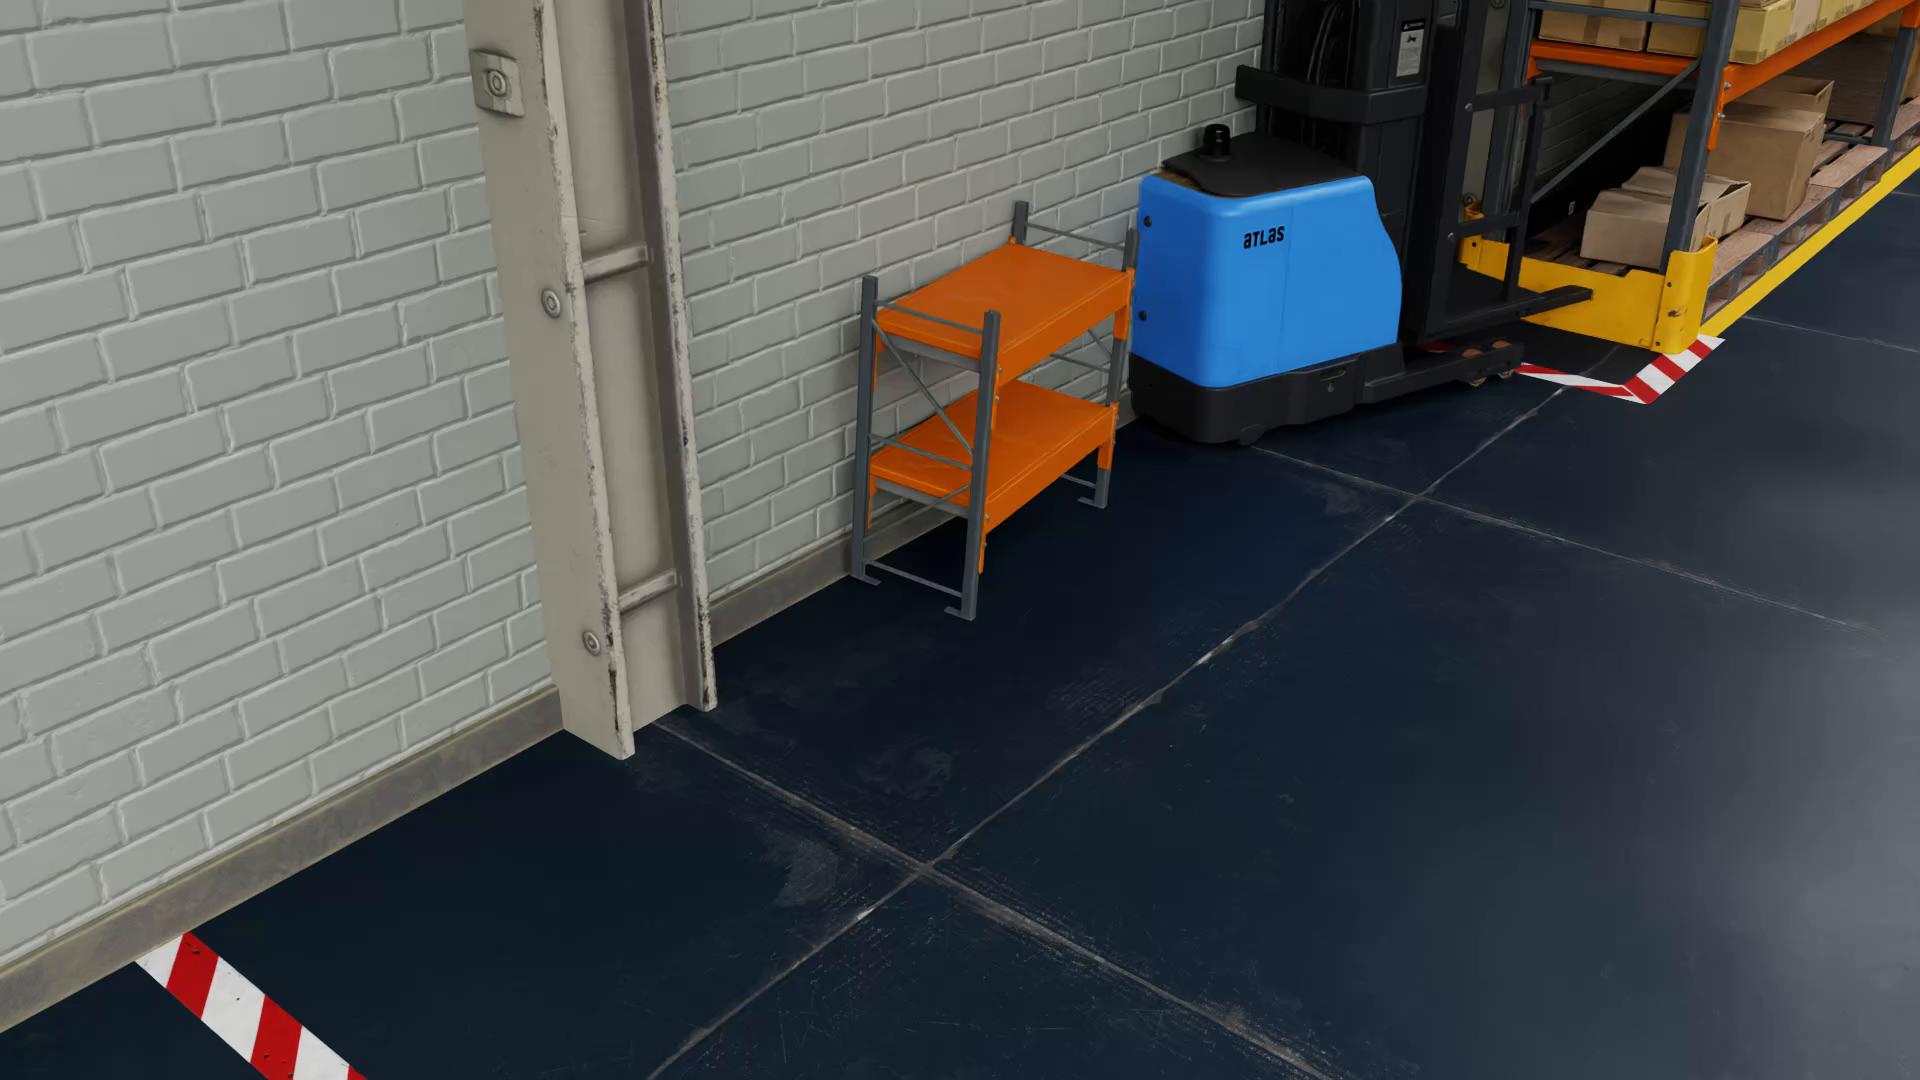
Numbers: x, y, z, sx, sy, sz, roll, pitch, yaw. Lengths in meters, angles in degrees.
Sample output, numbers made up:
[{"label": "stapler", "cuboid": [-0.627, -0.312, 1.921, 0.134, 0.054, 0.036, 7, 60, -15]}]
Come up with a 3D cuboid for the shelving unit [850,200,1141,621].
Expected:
[{"label": "shelving unit", "cuboid": [0.129, -0.490, 5.934, 0.538, 1.125, 1.048, 19, 33, 25]}]

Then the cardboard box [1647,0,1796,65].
[{"label": "cardboard box", "cuboid": [3.589, -2.436, 7.836, 0.500, 0.250, 0.500, 20, 33, 33]}]

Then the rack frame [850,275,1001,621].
[{"label": "rack frame", "cuboid": [-0.131, -0.290, 5.546, 0.500, 1.125, 0.032, 19, 33, 25]}]

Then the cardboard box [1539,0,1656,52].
[{"label": "cardboard box", "cuboid": [3.182, -2.578, 8.111, 0.500, 0.250, 0.500, 21, 34, 35]}]

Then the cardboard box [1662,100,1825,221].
[{"label": "cardboard box", "cuboid": [4.411, -2.166, 9.413, 0.700, 0.500, 0.500, 18, 33, 31]}]

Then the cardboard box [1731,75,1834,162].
[{"label": "cardboard box", "cuboid": [4.949, -2.537, 10.132, 0.500, 0.500, 0.500, 18, 32, 31]}]

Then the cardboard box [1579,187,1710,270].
[{"label": "cardboard box", "cuboid": [3.544, -1.634, 8.591, 0.500, 0.311, 0.500, 17, 32, 29]}]

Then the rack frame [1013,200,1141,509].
[{"label": "rack frame", "cuboid": [0.389, -0.690, 6.322, 0.500, 1.125, 0.032, 19, 33, 25]}]

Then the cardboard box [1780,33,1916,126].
[{"label": "cardboard box", "cuboid": [6.034, -3.183, 11.380, 0.700, 0.500, 0.500, 22, 35, 36]}]

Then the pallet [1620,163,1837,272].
[{"label": "pallet", "cuboid": [4.403, -1.911, 9.713, 1.003, 0.211, 1.213, 21, 34, 34]}]

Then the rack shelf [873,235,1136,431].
[{"label": "rack shelf", "cuboid": [0.148, -0.744, 5.790, 0.538, 0.278, 1.000, 19, 33, 25]}]

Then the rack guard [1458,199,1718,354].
[{"label": "rack guard", "cuboid": [3.082, -1.330, 8.278, 1.175, 0.500, 0.348, 21, 34, 34]}]

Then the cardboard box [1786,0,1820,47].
[{"label": "cardboard box", "cuboid": [3.909, -2.625, 8.200, 0.500, 0.250, 0.500, 20, 33, 33]}]

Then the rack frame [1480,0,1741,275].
[{"label": "rack frame", "cuboid": [3.034, -2.414, 7.651, 1.000, 3.000, 0.127, 21, 34, 34]}]

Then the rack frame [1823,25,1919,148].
[{"label": "rack frame", "cuboid": [5.578, -3.832, 10.393, 1.000, 3.000, 0.127, 21, 34, 34]}]

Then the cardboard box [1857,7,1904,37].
[{"label": "cardboard box", "cuboid": [6.311, -3.673, 11.511, 0.500, 0.250, 0.500, 20, 33, 33]}]

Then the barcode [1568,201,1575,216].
[{"label": "barcode", "cuboid": [3.246, -1.761, 8.828, 0.001, 0.075, 0.075, 21, 34, 34]}]

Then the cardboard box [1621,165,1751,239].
[{"label": "cardboard box", "cuboid": [3.906, -1.836, 8.982, 0.500, 0.311, 0.500, 24, 36, 38]}]

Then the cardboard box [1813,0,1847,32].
[{"label": "cardboard box", "cuboid": [4.237, -2.803, 8.546, 0.500, 0.250, 0.500, 20, 34, 34]}]

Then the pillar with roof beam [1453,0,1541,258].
[{"label": "pillar with roof beam", "cuboid": [6.134, -4.321, 4.809, 9.100, 9.000, 0.400, 21, 34, 34]}]

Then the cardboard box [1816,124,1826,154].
[{"label": "cardboard box", "cuboid": [5.261, -2.571, 10.559, 0.380, 0.166, 0.250, 16, 31, 28]}]

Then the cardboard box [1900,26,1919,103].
[{"label": "cardboard box", "cuboid": [6.324, -3.381, 11.762, 0.700, 0.500, 0.500, 20, 33, 33]}]

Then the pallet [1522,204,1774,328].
[{"label": "pallet", "cuboid": [3.626, -1.480, 8.881, 1.003, 0.211, 1.213, 21, 34, 34]}]

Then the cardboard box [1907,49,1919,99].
[{"label": "cardboard box", "cuboid": [6.679, -3.550, 12.089, 0.700, 0.500, 0.500, 21, 34, 35]}]

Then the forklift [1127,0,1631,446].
[{"label": "forklift", "cuboid": [2.005, -2.195, 7.303, 3.031, 2.935, 1.130, -16, 32, -29]}]

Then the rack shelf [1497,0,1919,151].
[{"label": "rack shelf", "cuboid": [4.306, -2.803, 9.187, 1.077, 0.370, 4.000, 21, 34, 34]}]

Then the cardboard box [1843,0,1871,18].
[{"label": "cardboard box", "cuboid": [4.561, -2.982, 8.891, 0.500, 0.250, 0.500, 21, 34, 35]}]

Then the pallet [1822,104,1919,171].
[{"label": "pallet", "cuboid": [6.072, -2.870, 11.568, 1.003, 0.211, 1.213, 21, 34, 34]}]

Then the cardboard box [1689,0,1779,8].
[{"label": "cardboard box", "cuboid": [3.570, -2.771, 7.666, 0.500, 0.500, 0.500, 21, 34, 34]}]

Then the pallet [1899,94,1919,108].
[{"label": "pallet", "cuboid": [6.848, -3.304, 12.408, 1.003, 0.211, 1.213, 21, 34, 34]}]

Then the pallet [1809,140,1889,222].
[{"label": "pallet", "cuboid": [5.178, -2.345, 10.553, 1.003, 0.211, 1.213, 21, 34, 34]}]

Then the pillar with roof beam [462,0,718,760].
[{"label": "pillar with roof beam", "cuboid": [2.317, -2.194, 0.697, 9.100, 9.000, 0.400, 21, 34, 34]}]

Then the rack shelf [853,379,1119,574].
[{"label": "rack shelf", "cuboid": [0.113, -0.278, 6.054, 0.538, 0.278, 1.000, 19, 33, 25]}]

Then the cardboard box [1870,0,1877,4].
[{"label": "cardboard box", "cuboid": [4.880, -3.161, 9.237, 0.500, 0.250, 0.500, 21, 34, 34]}]
